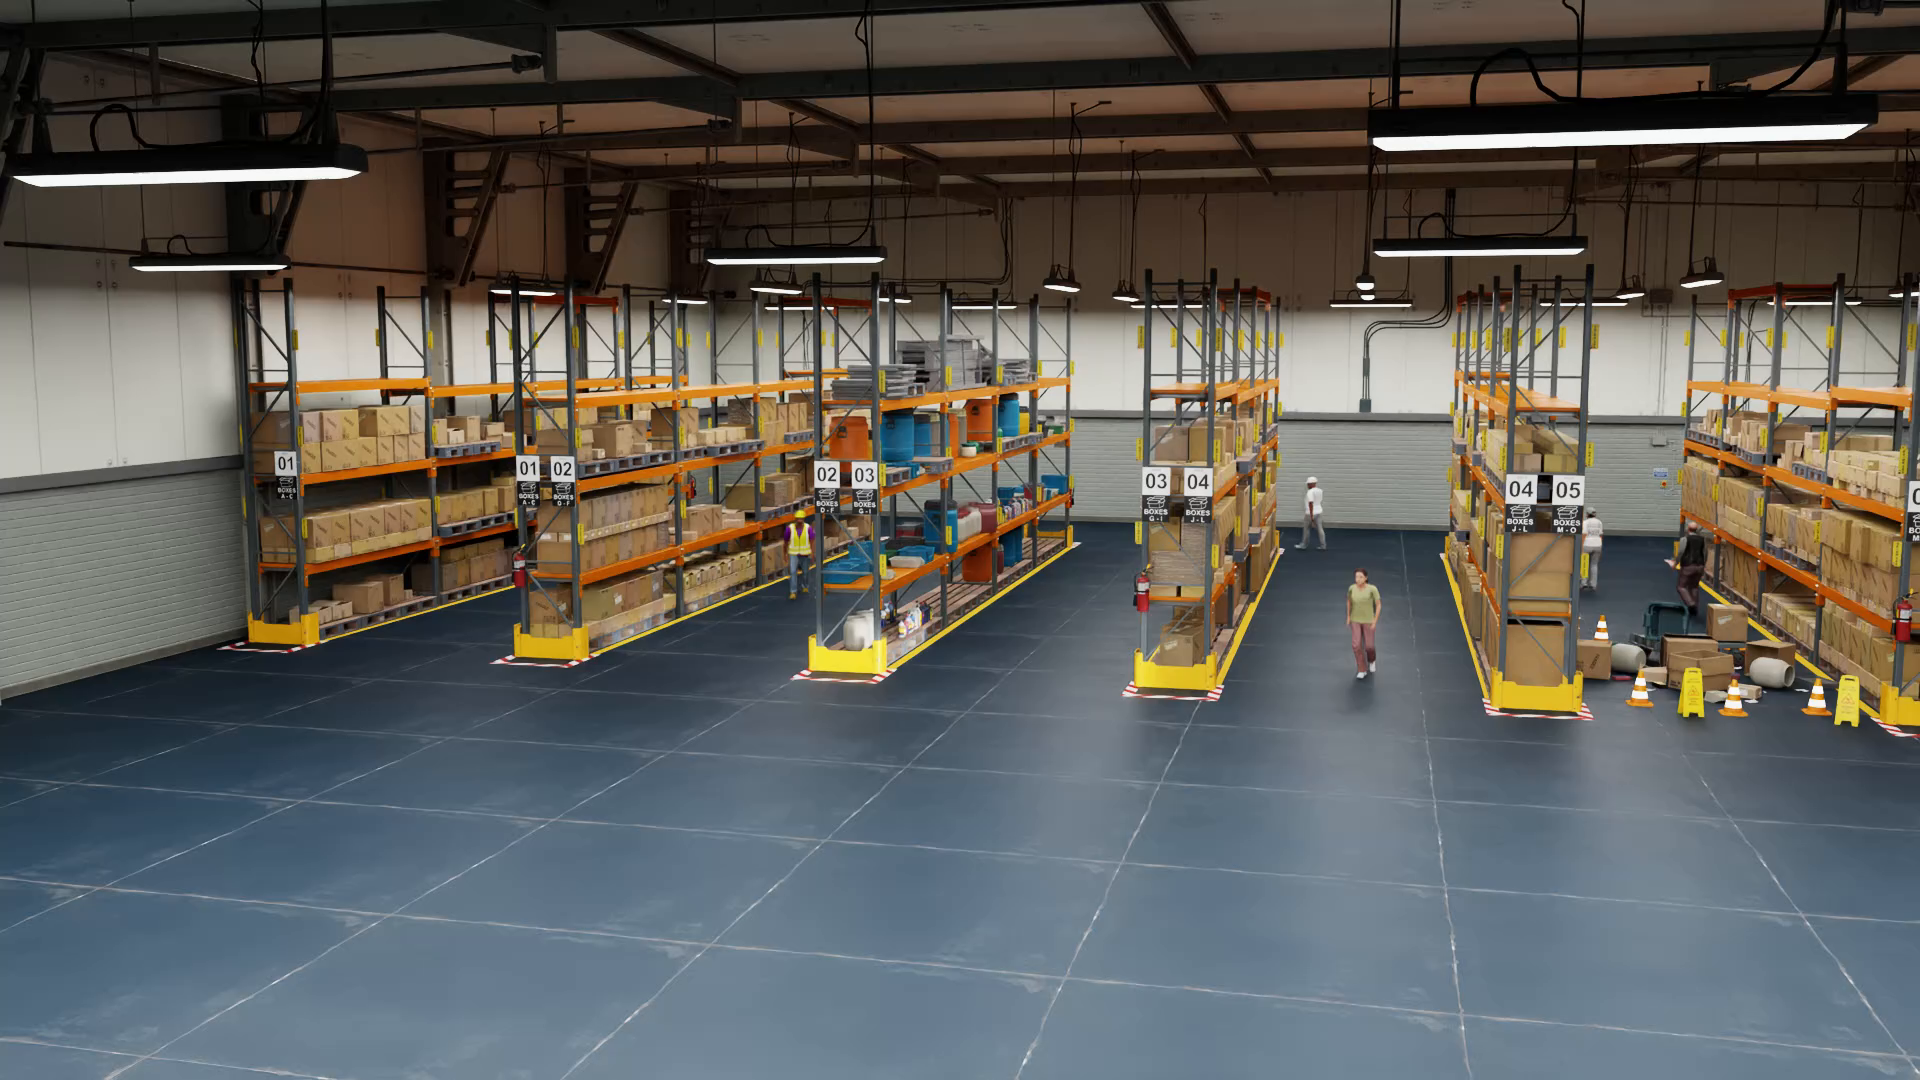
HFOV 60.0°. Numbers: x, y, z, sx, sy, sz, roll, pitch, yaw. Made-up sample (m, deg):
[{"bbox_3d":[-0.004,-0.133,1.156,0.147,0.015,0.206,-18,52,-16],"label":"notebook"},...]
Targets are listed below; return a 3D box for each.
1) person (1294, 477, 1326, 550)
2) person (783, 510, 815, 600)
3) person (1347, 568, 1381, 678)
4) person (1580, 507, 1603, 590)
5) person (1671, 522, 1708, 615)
[{"bbox_3d":[8.415,-0.637,39.751,0.577,1.743,0.857,-5,9,-38],"label":"person"},{"bbox_3d":[-3.123,0.263,32.287,0.635,1.699,1.113,0,7,-1],"label":"person"},{"bbox_3d":[6.054,1.216,24.881,0.510,1.651,0.608,3,8,26],"label":"person"},{"bbox_3d":[12.665,0.195,33.460,0.525,1.710,0.424,-2,7,-13],"label":"person"},{"bbox_3d":[13.396,0.531,30.373,0.601,1.699,0.590,-1,7,-10],"label":"person"}]
